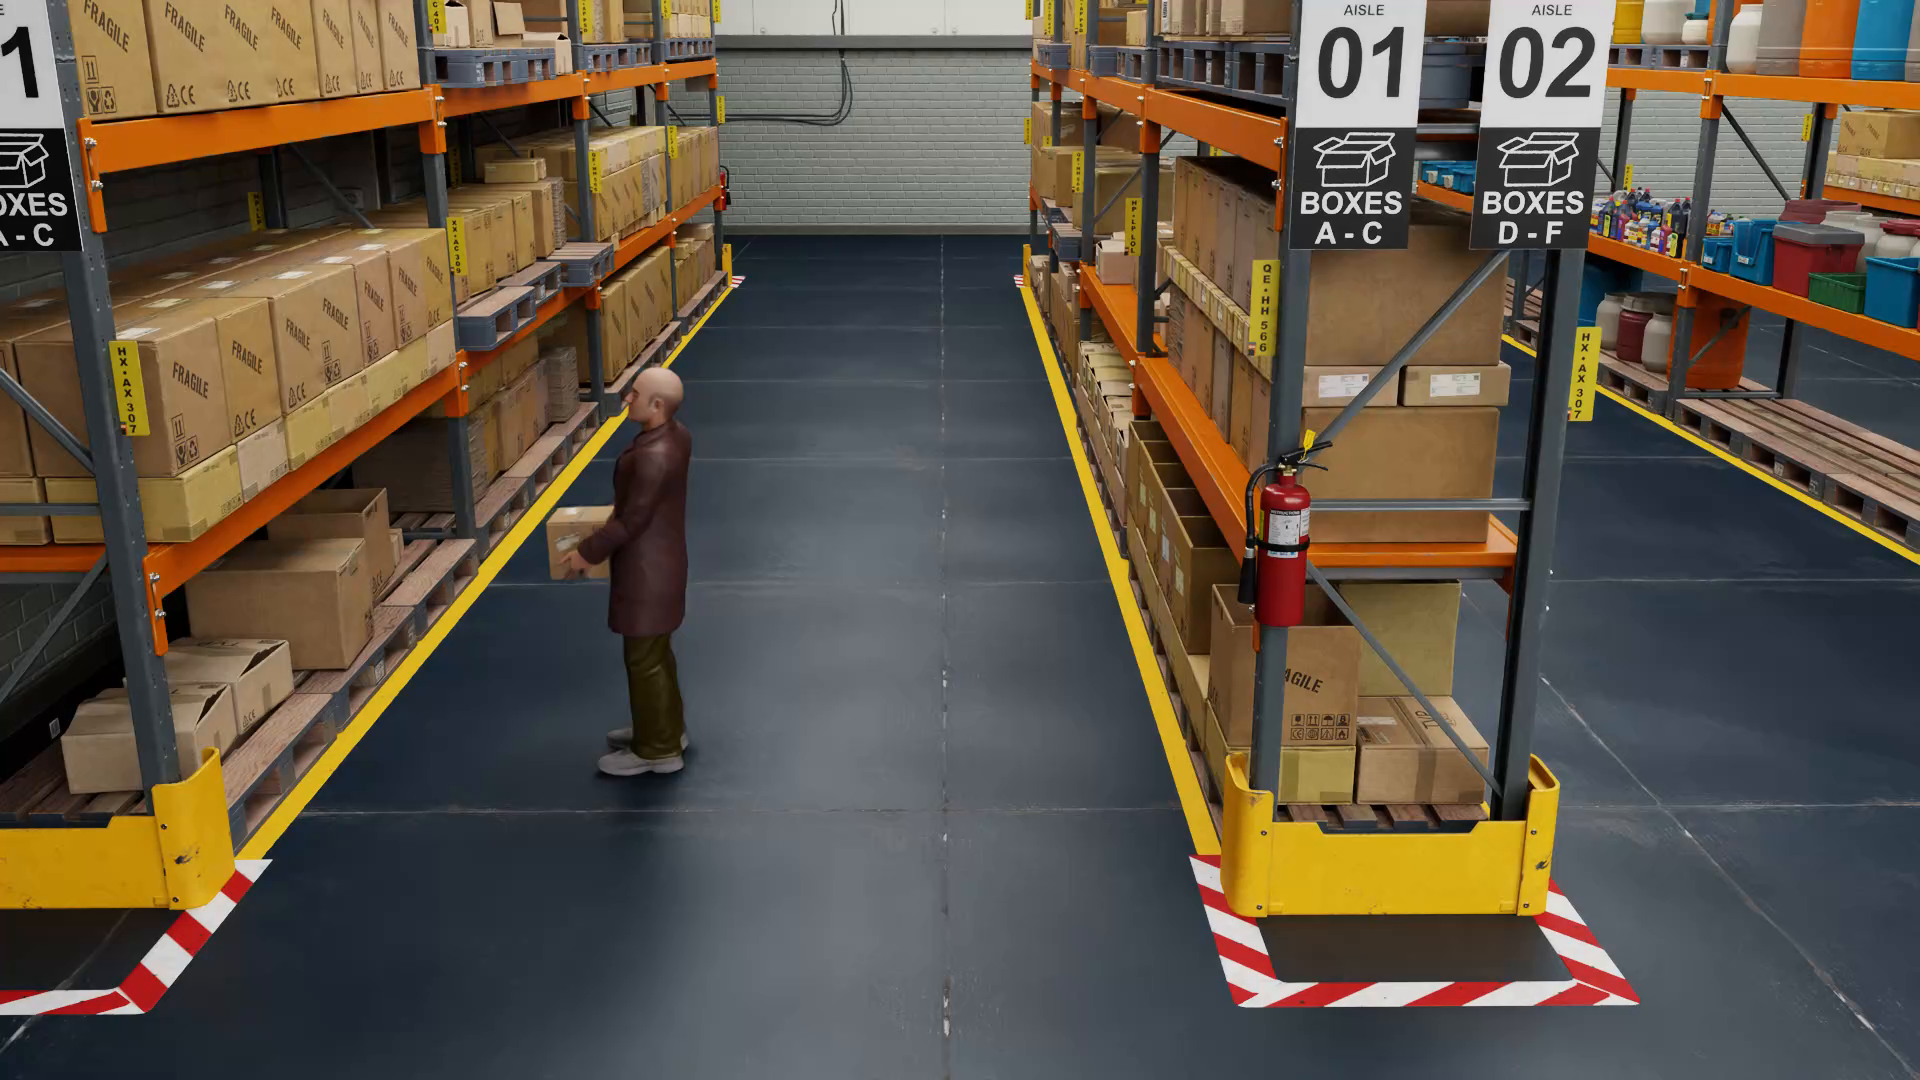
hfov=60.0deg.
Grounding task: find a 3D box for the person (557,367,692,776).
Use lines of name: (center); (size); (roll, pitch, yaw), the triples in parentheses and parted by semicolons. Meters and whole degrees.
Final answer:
person: (-1.414, 0.138, 7.106); (0.550, 1.779, 0.545); (-1, 17, -2)
